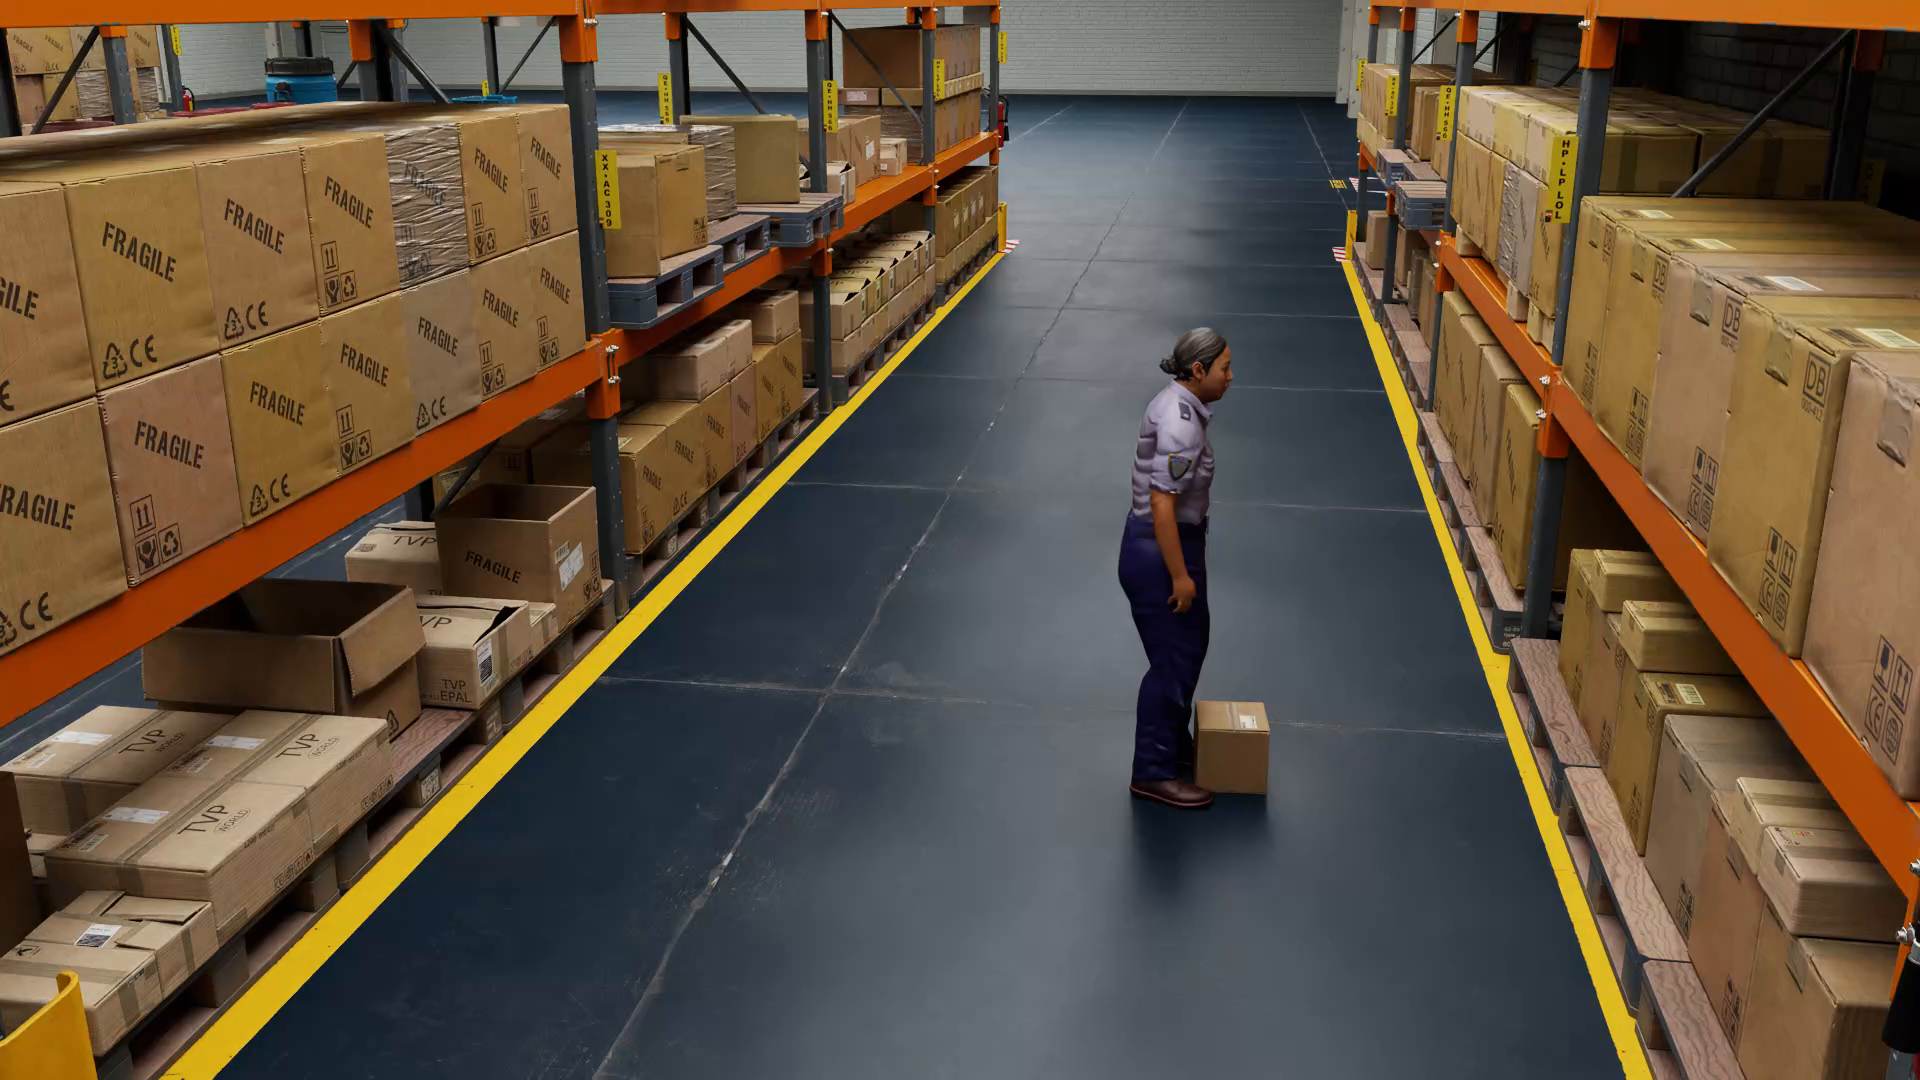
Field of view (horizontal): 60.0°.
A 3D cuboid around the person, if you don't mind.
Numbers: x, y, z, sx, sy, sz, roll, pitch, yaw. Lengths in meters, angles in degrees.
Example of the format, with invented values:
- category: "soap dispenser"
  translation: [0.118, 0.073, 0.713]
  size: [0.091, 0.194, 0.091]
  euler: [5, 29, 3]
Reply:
- category: "person"
  translation: [0.767, 0.075, 5.836]
  size: [0.415, 1.651, 0.550]
  euler: [3, 18, 8]
